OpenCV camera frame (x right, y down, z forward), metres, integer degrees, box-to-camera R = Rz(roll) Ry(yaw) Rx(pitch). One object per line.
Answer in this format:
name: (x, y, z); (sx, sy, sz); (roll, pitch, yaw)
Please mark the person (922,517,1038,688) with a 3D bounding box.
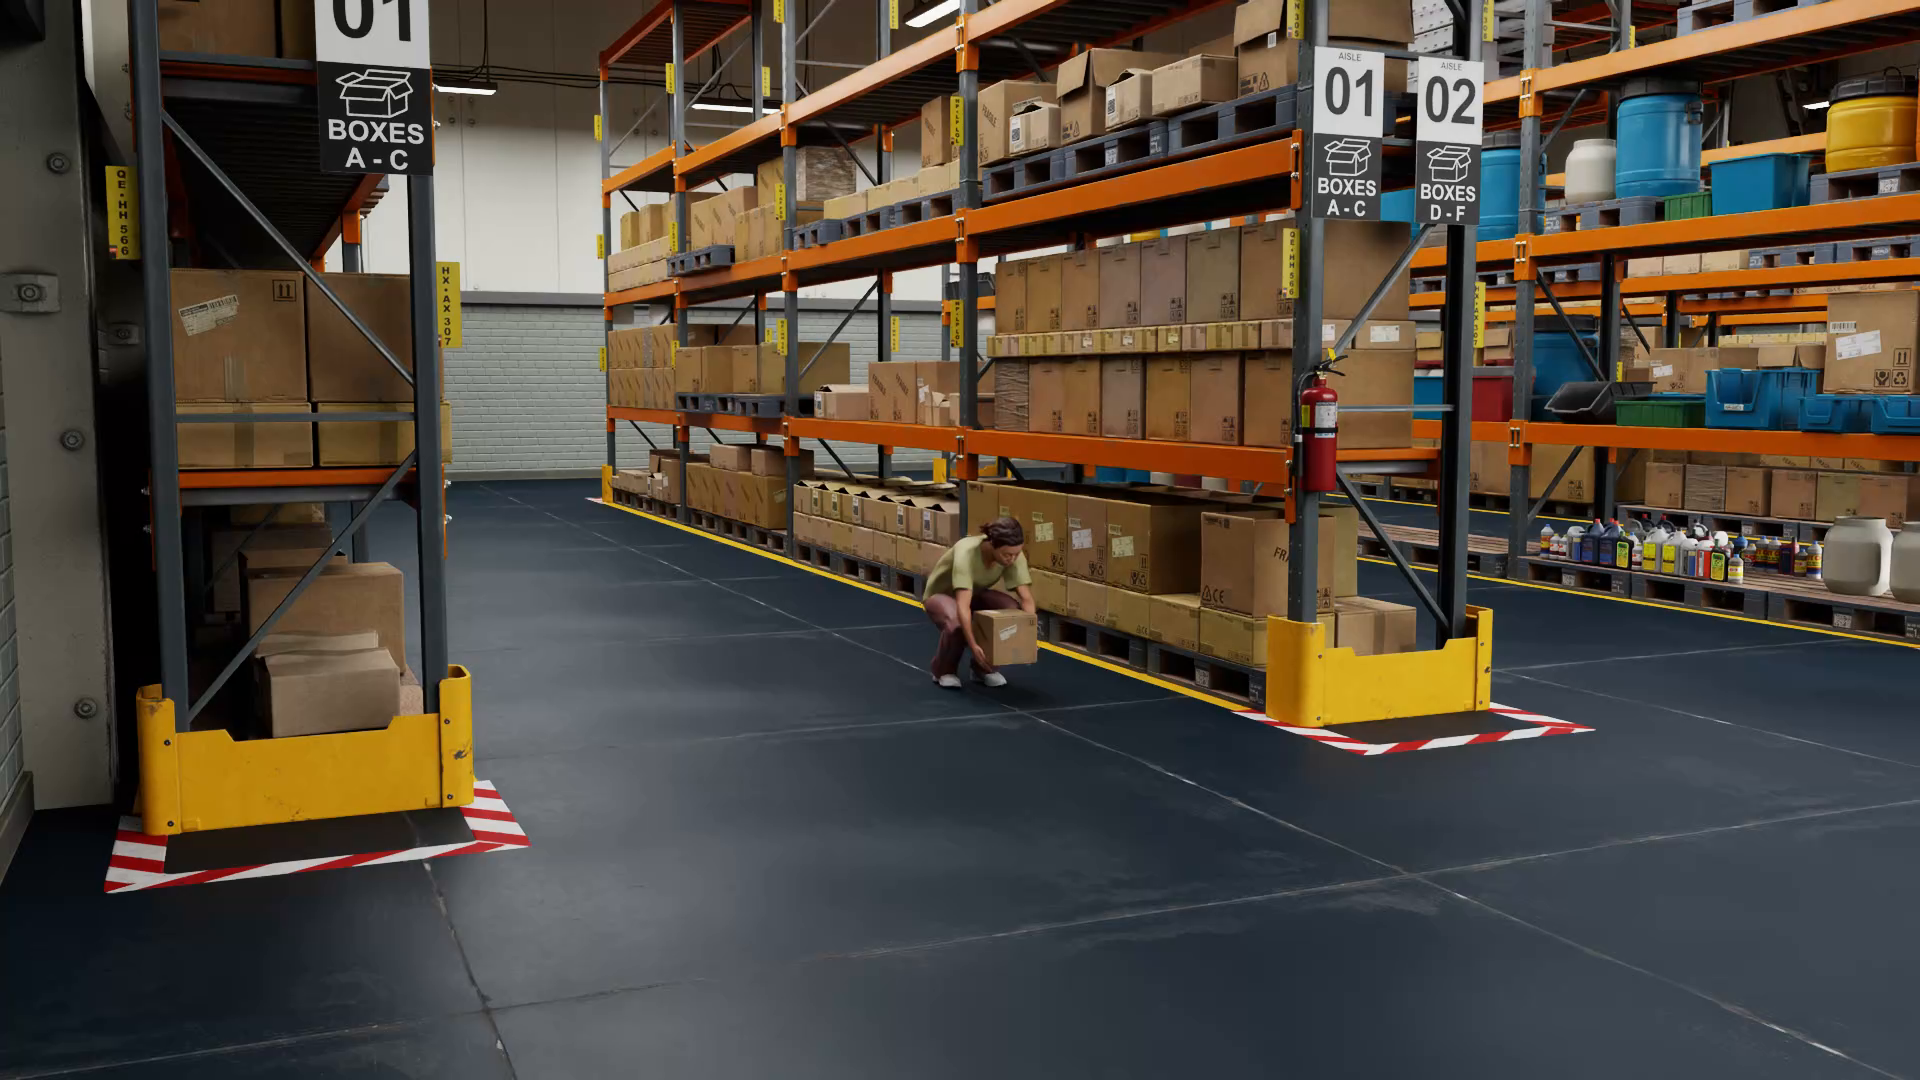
person: (0.108, 0.327, 8.924); (0.493, 0.943, 0.801); (-2, 6, -24)
